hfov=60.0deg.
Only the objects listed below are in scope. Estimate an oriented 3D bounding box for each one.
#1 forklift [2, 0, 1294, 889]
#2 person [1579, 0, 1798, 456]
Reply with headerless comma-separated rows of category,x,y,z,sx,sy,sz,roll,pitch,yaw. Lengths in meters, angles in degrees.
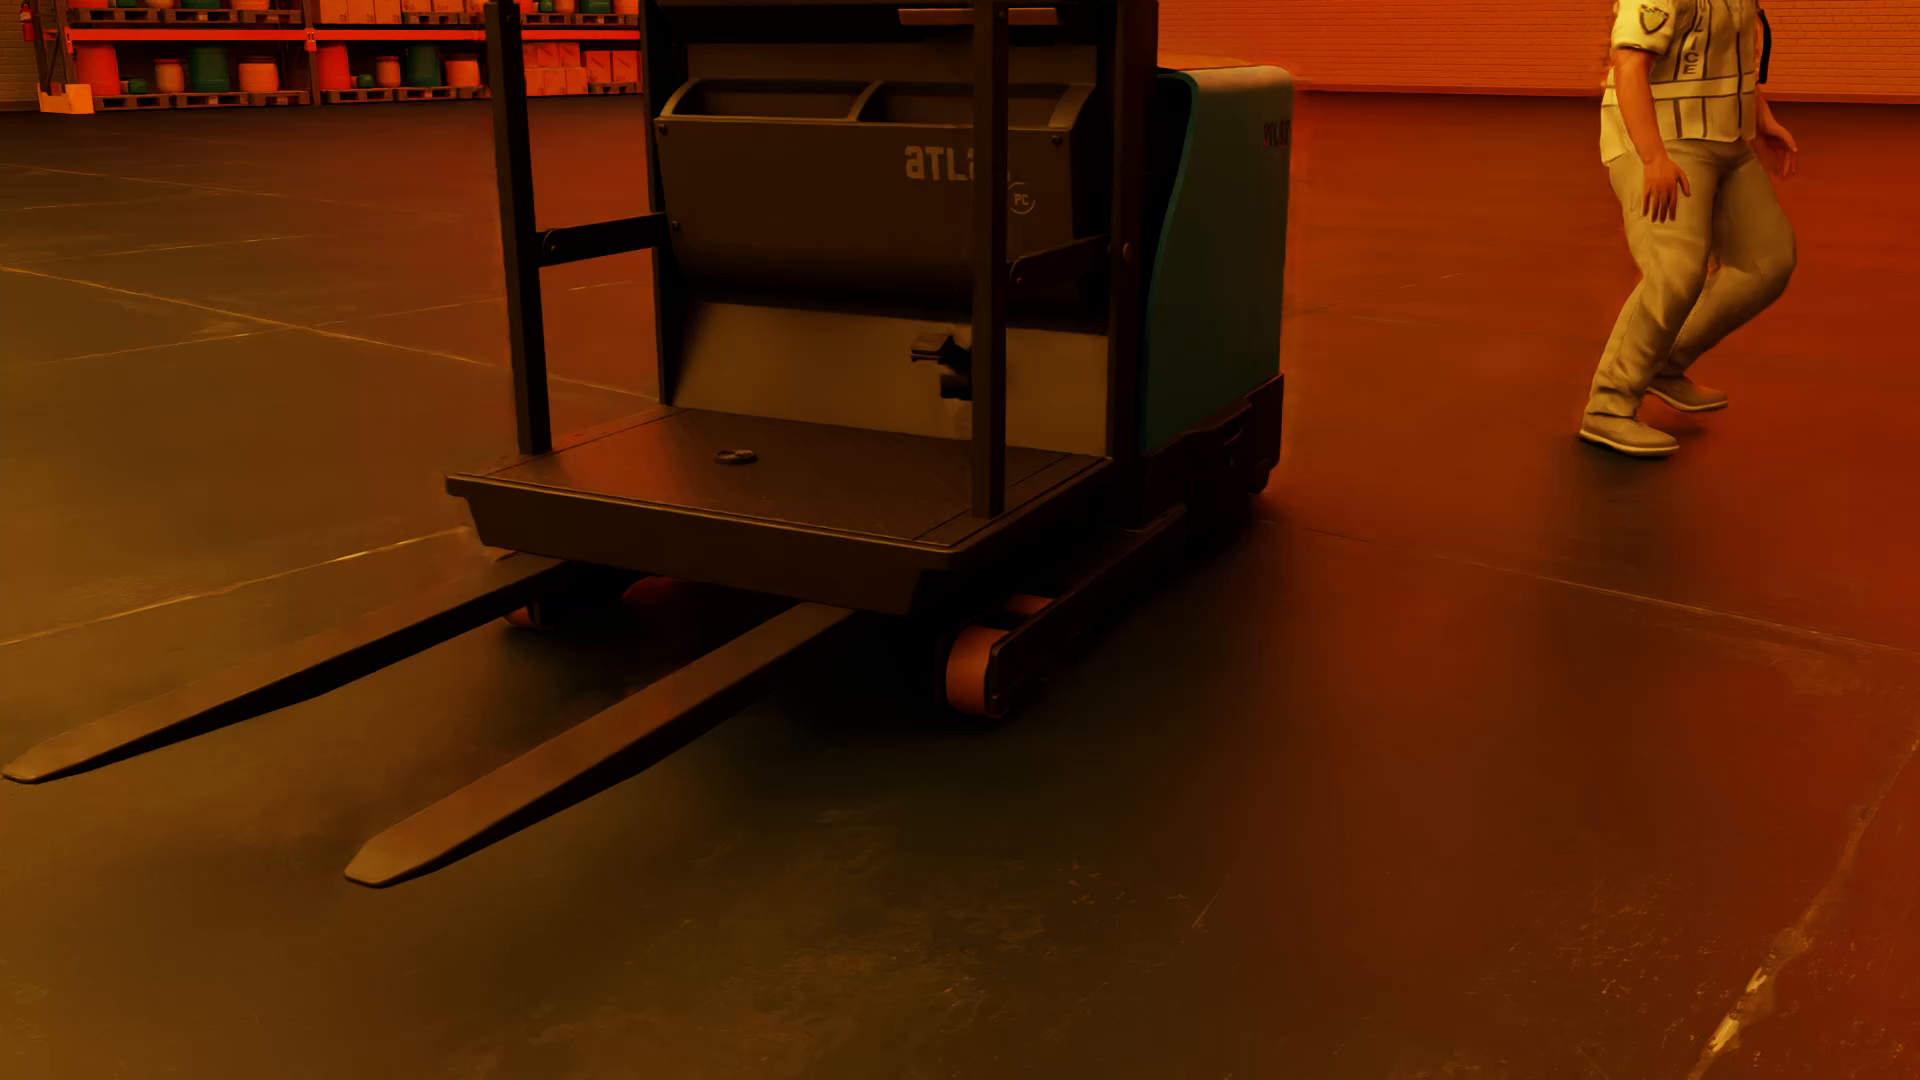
forklift,-0.275,-1.234,2.960,1.130,2.935,3.031,8,19,26
person,2.072,-1.130,4.764,0.737,1.668,0.502,-12,21,-35
